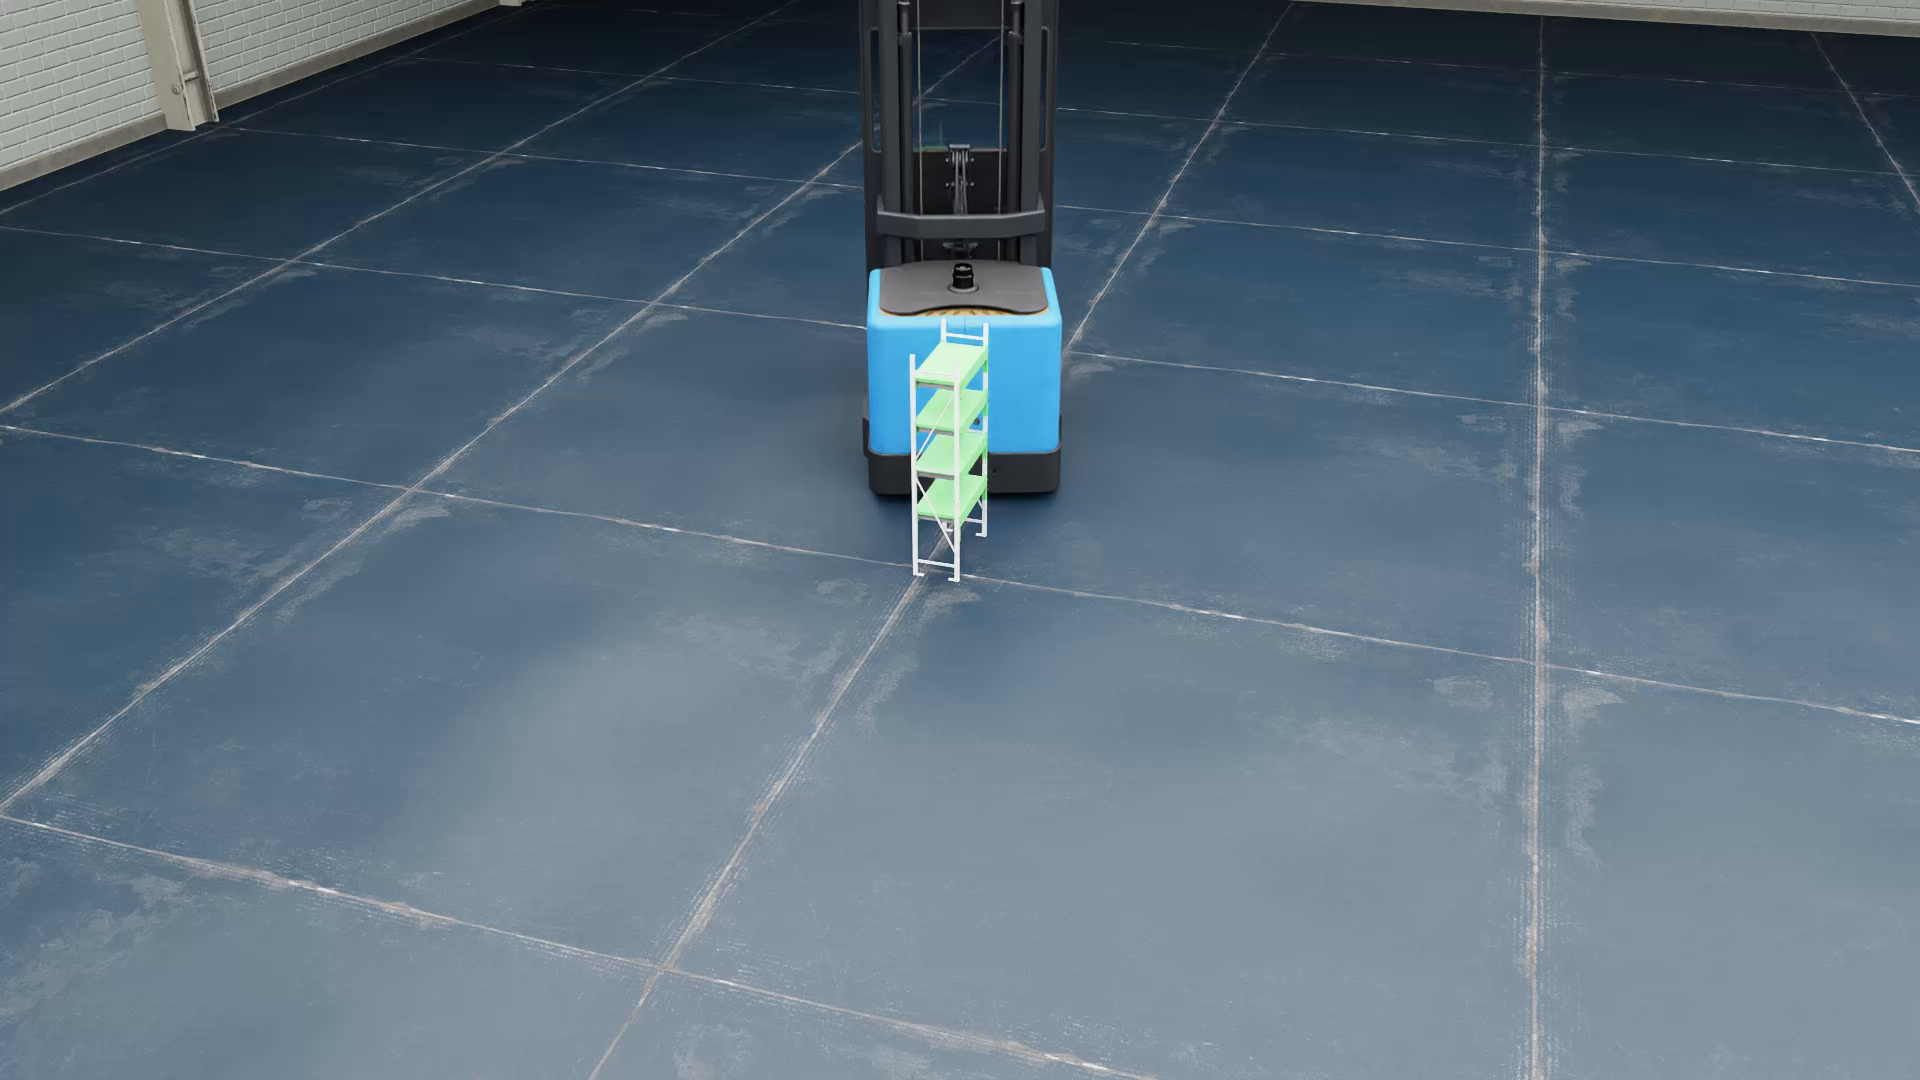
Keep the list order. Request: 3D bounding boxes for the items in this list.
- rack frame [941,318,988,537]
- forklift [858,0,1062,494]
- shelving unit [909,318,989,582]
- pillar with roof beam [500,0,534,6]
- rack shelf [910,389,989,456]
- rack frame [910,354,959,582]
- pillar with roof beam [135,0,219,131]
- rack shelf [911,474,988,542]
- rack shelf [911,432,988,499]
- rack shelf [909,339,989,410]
[{"bbox_3d":[0.023,-0.561,8.524,0.240,1.200,0.015,8,30,15],"label":"rack frame"},{"bbox_3d":[-0.015,-2.207,9.703,1.130,2.935,3.031,-1,29,-1],"label":"forklift"},{"bbox_3d":[-0.049,-0.447,8.320,0.258,1.200,0.503,8,30,15],"label":"shelving unit"},{"bbox_3d":[-1.457,-10.078,17.609,9.100,9.000,0.400,8,30,15],"label":"pillar with roof beam"},{"bbox_3d":[-0.049,-0.601,8.234,0.258,0.148,0.480,8,30,15],"label":"rack shelf"},{"bbox_3d":[-0.120,-0.334,8.116,0.240,1.200,0.015,8,30,15],"label":"rack frame"},{"bbox_3d":[-3.218,-7.289,12.597,9.100,9.000,0.400,8,30,15],"label":"pillar with roof beam"},{"bbox_3d":[-0.049,-0.182,8.468,0.258,0.148,0.480,8,30,15],"label":"rack shelf"},{"bbox_3d":[-0.049,-0.392,8.351,0.258,0.148,0.480,8,30,15],"label":"rack shelf"},{"bbox_3d":[-0.049,-0.811,8.118,0.258,0.148,0.480,8,30,15],"label":"rack shelf"}]
